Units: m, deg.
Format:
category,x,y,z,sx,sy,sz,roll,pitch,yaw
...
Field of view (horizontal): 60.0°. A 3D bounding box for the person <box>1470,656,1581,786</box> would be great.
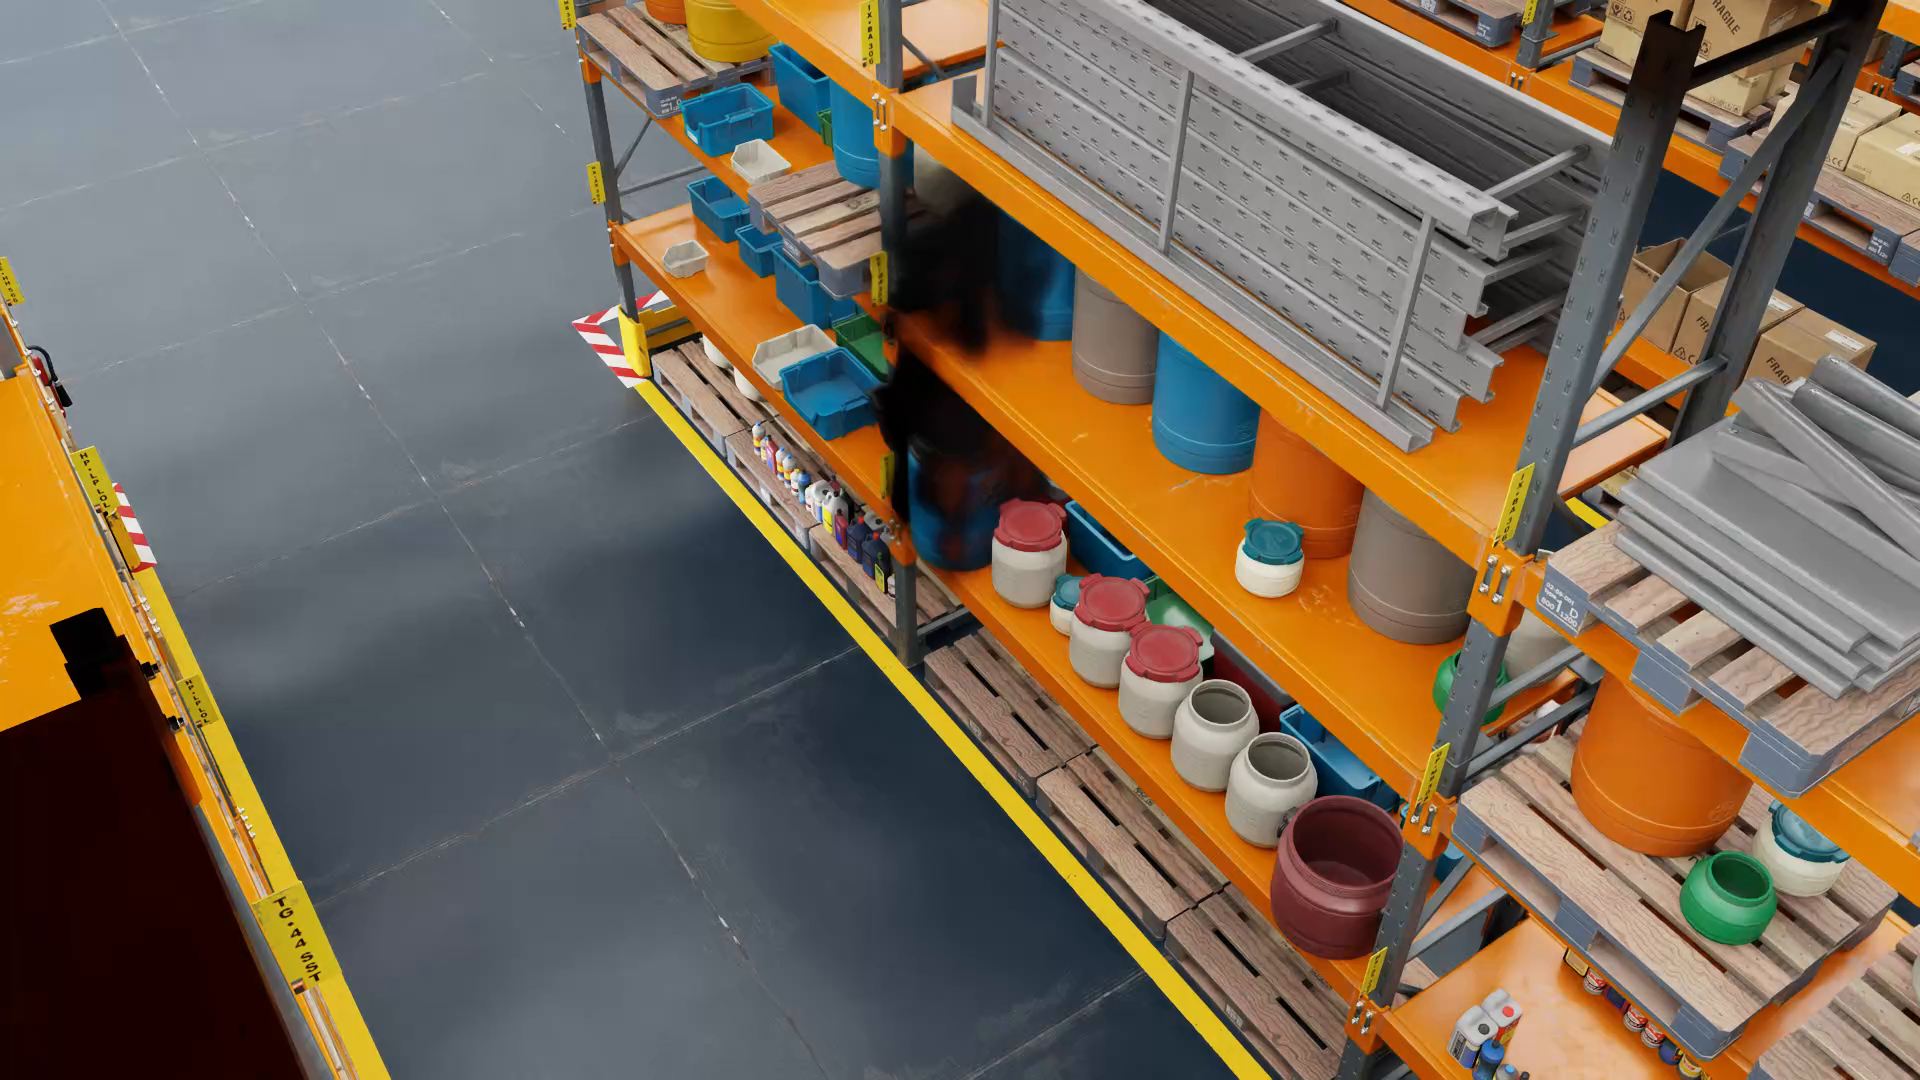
category,x,y,z,sx,sy,sz,roll,pitch,yaw
person,3.054,1.032,9.064,0.587,1.732,0.610,-27,49,-26
